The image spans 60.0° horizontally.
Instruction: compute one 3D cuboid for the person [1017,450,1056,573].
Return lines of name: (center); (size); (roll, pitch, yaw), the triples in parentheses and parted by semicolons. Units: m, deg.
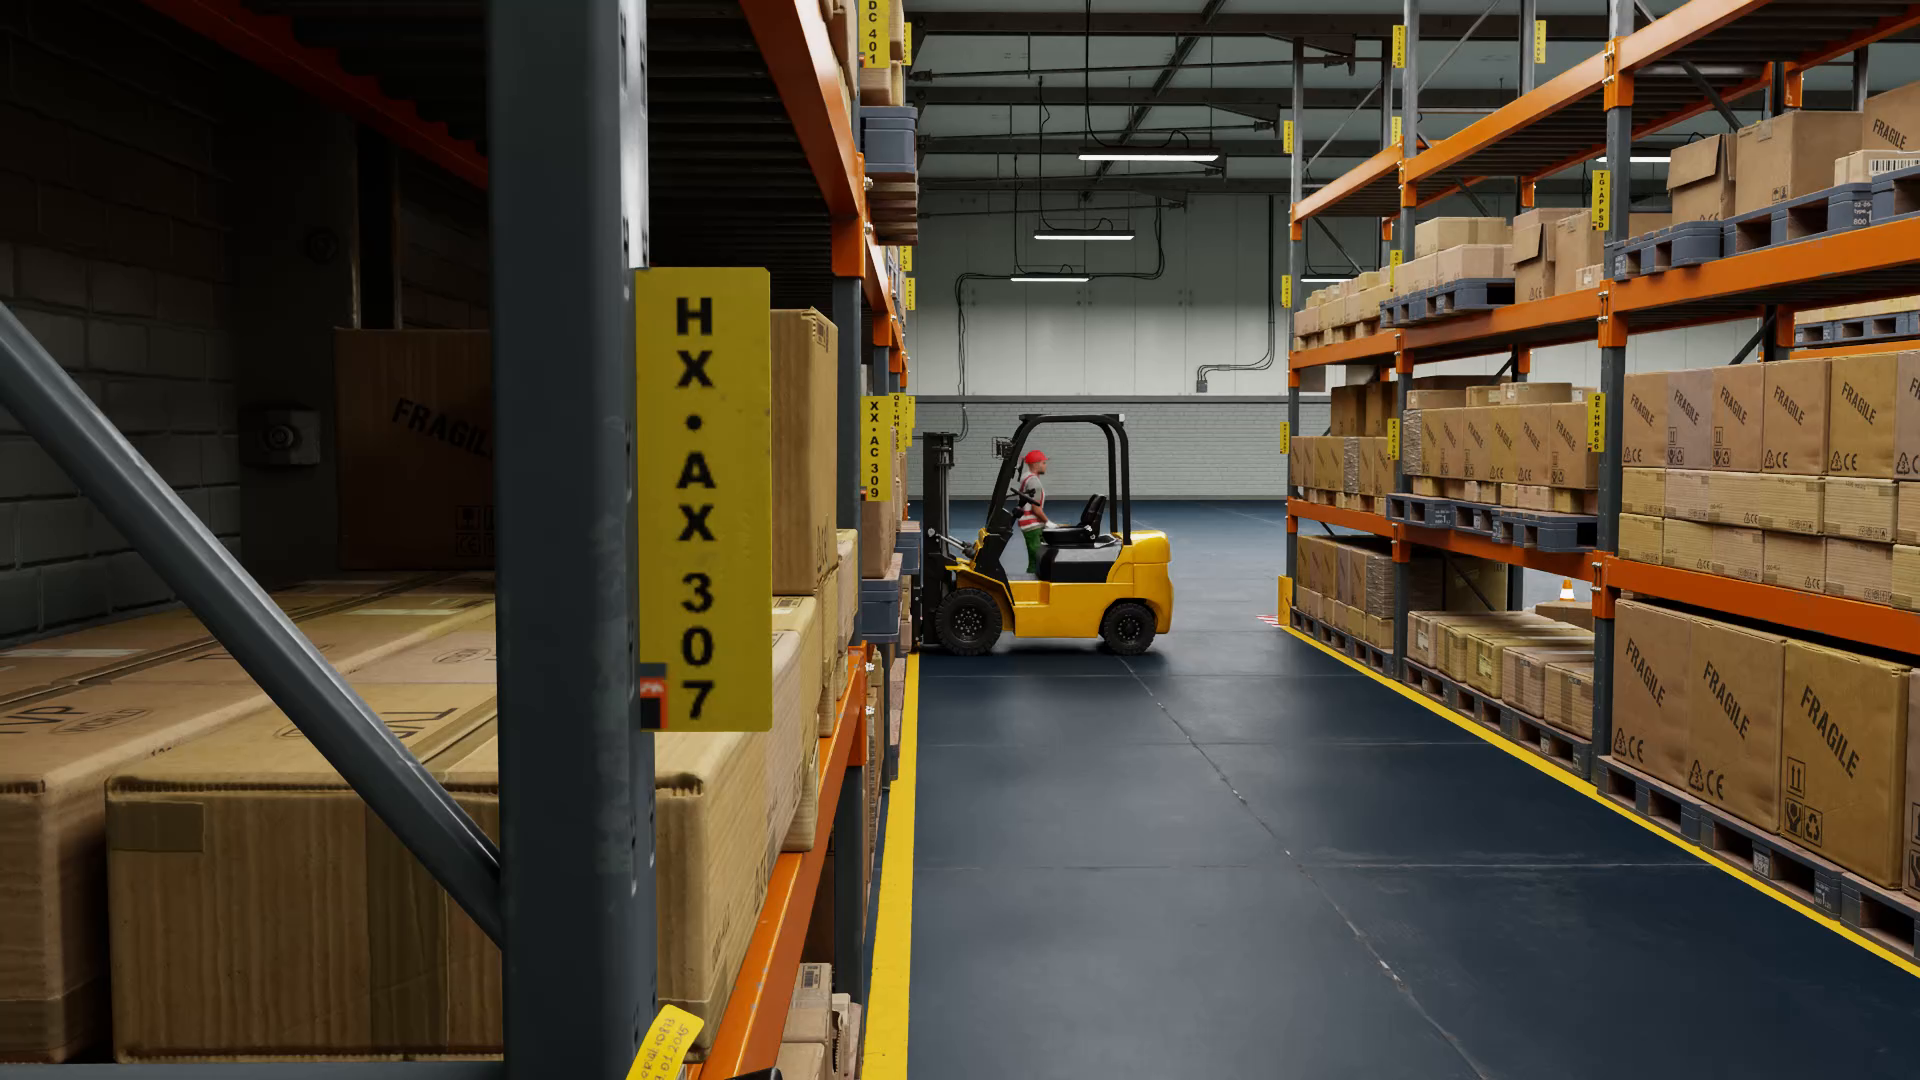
person: (0.877, -0.124, 18.922); (0.449, 1.788, 0.537); (0, 4, -2)
